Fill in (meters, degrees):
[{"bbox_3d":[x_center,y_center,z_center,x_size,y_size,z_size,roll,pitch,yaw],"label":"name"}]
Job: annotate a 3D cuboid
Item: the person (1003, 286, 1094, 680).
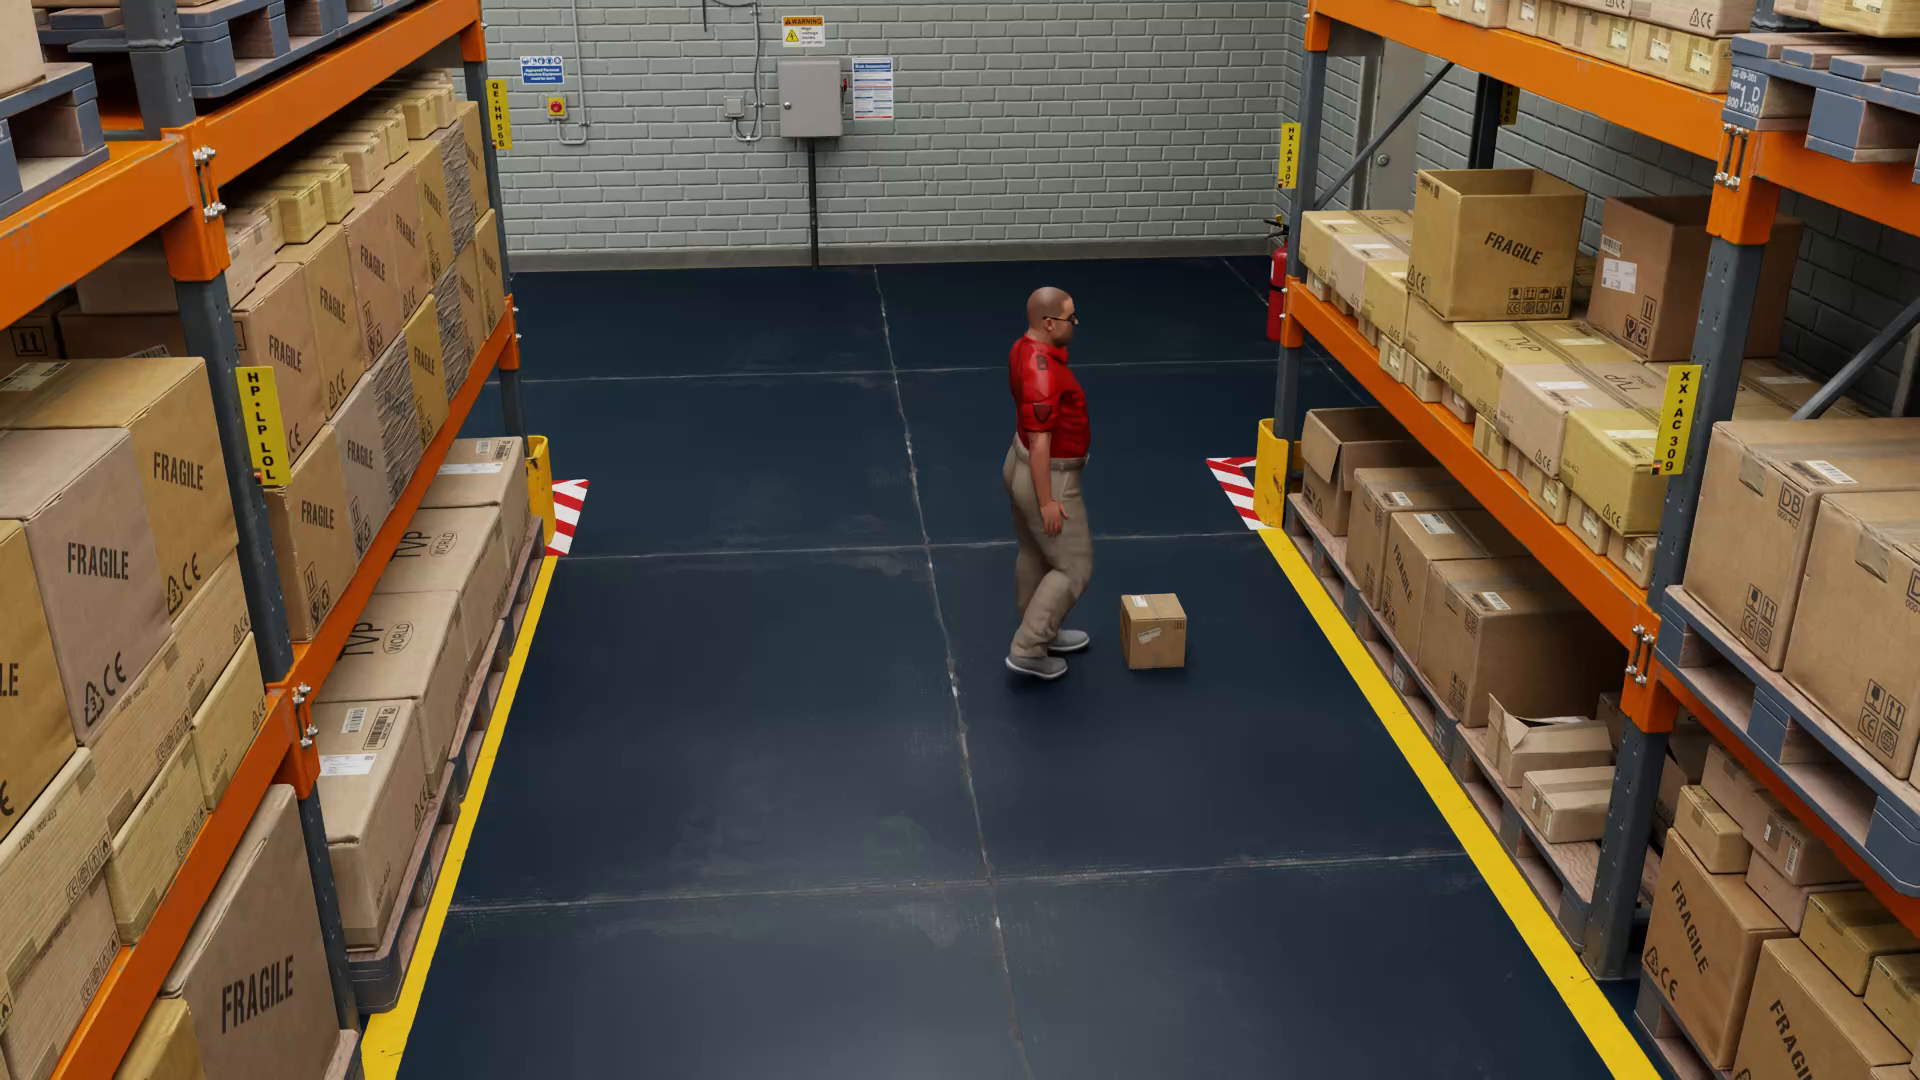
[{"bbox_3d":[0.382,-0.259,7.187,0.458,1.723,0.562,-4,24,-10],"label":"person"}]
